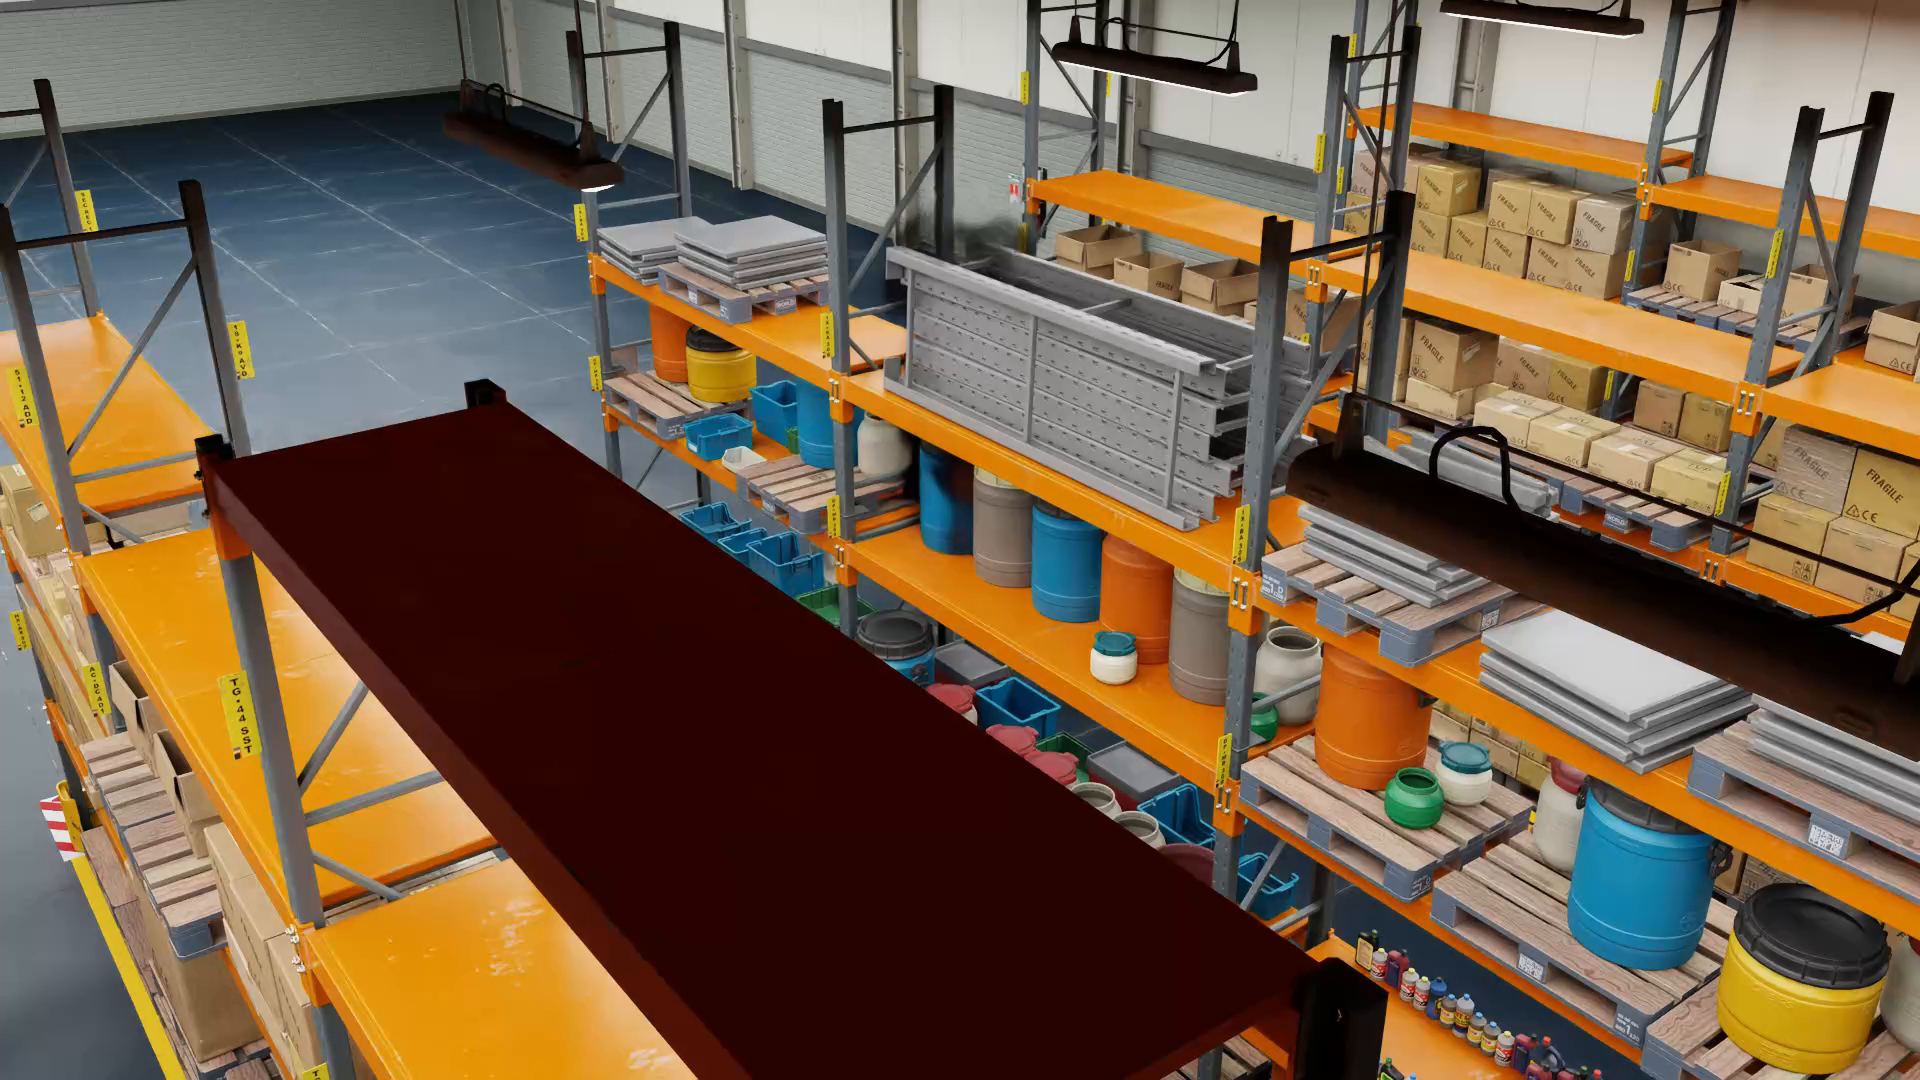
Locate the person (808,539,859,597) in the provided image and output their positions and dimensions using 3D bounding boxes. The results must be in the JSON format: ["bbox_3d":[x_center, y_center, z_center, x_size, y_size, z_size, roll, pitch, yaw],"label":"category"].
[{"bbox_3d":[-1.370,0.054,16.938,0.801,1.704,0.562,16,29,30],"label":"person"}]
